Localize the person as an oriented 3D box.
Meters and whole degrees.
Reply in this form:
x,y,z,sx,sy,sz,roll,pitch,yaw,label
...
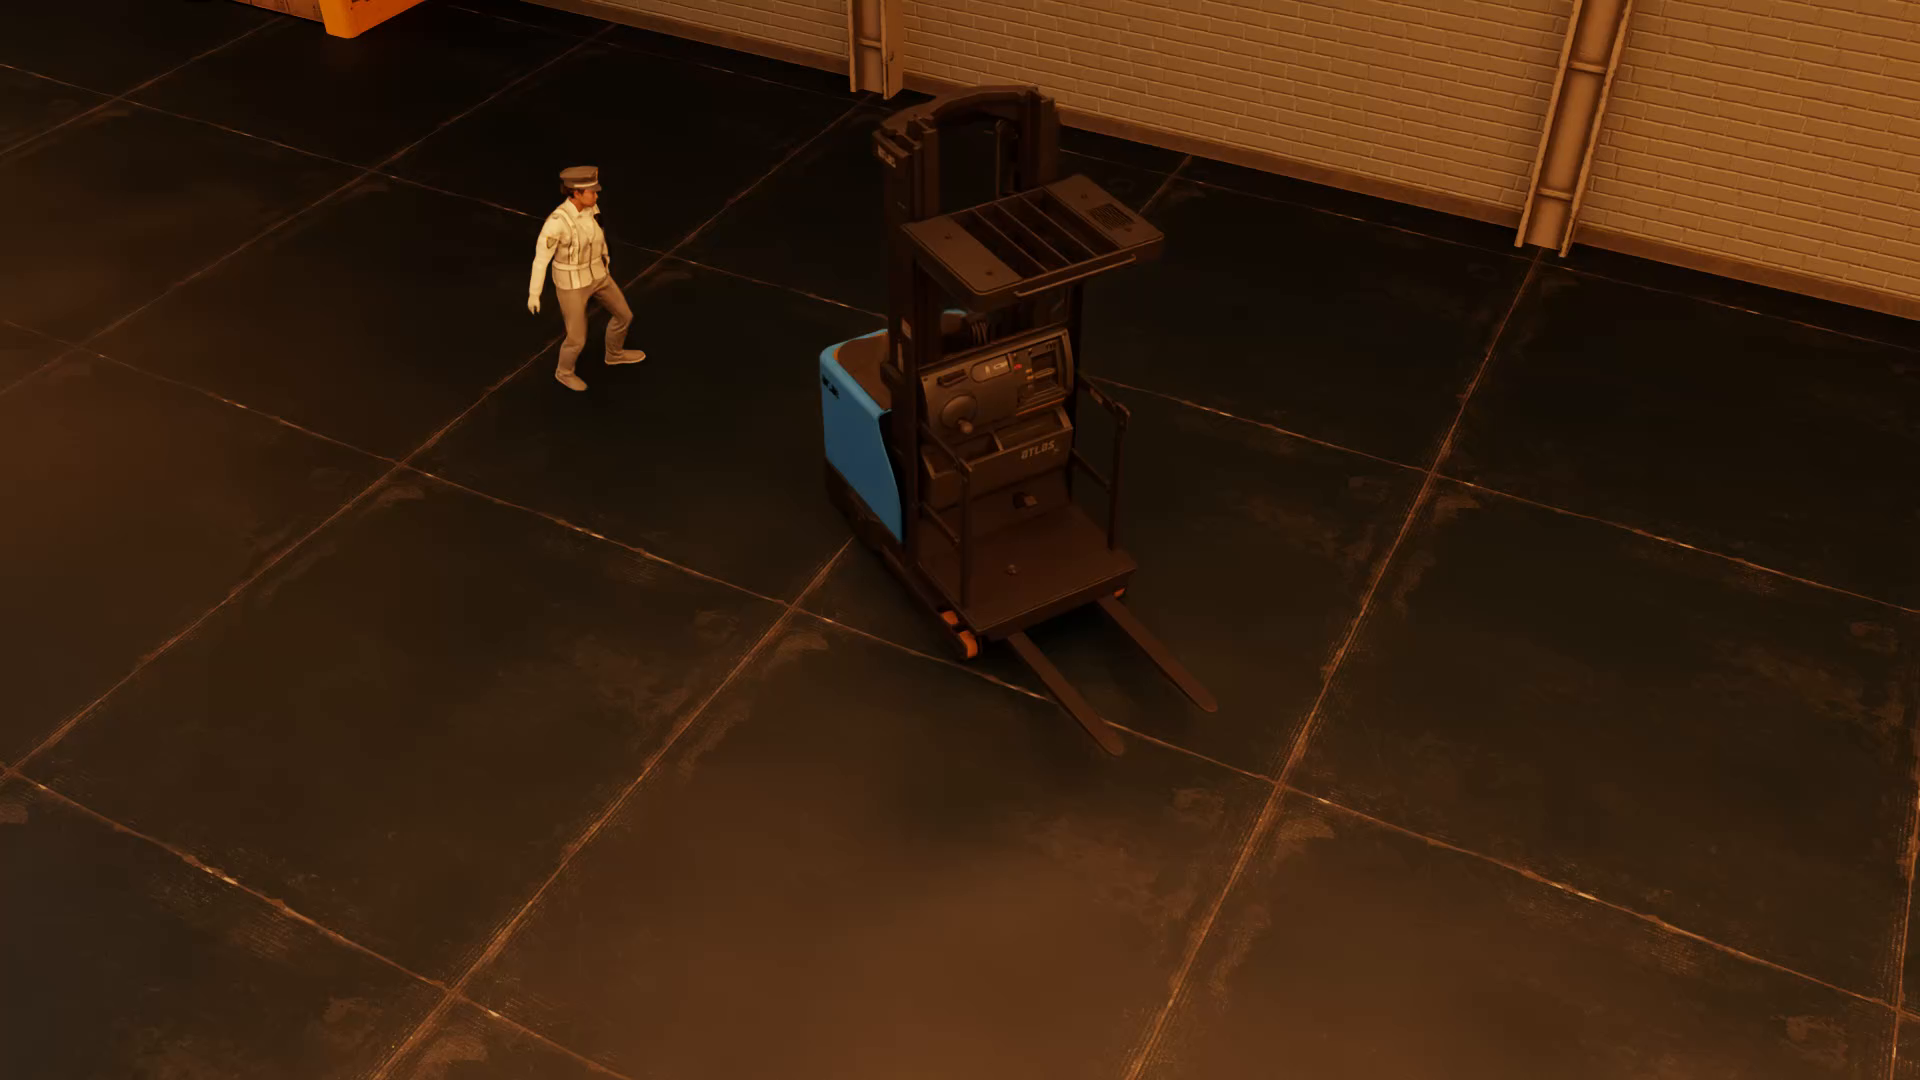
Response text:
x,y,z,sx,sy,sz,roll,pitch,yaw,label
-2.547,-1.727,11.098,0.431,1.646,0.811,26,47,28,person

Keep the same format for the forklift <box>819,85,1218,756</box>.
x,y,z,sx,sy,sz,roll,pitch,yaw,label
0.320,-0.784,8.918,1.130,2.935,3.031,-21,44,-23,forklift
